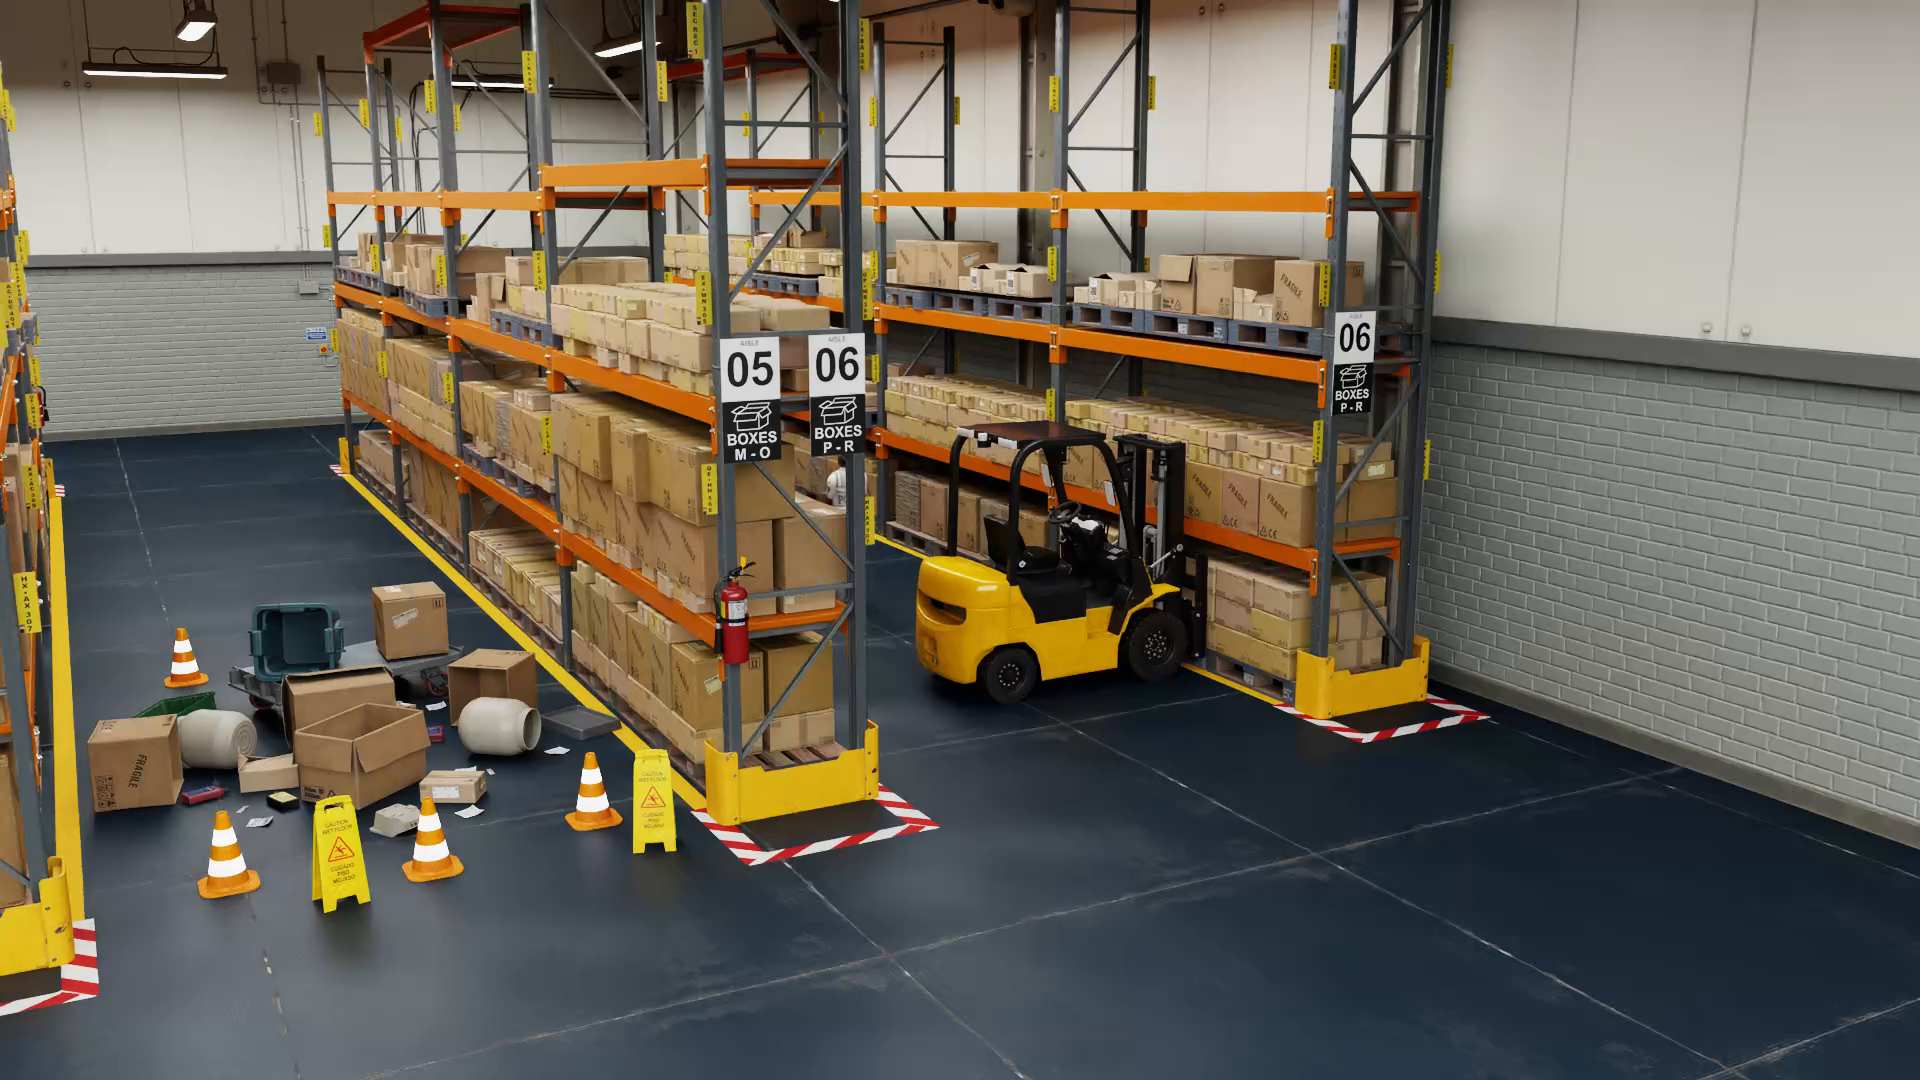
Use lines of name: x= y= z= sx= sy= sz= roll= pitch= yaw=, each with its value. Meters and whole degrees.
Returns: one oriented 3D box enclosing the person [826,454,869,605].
person: x=-1.144 y=-0.162 z=16.678 sx=0.484 sy=1.680 sz=0.422 roll=-7 pitch=13 yaw=-29
